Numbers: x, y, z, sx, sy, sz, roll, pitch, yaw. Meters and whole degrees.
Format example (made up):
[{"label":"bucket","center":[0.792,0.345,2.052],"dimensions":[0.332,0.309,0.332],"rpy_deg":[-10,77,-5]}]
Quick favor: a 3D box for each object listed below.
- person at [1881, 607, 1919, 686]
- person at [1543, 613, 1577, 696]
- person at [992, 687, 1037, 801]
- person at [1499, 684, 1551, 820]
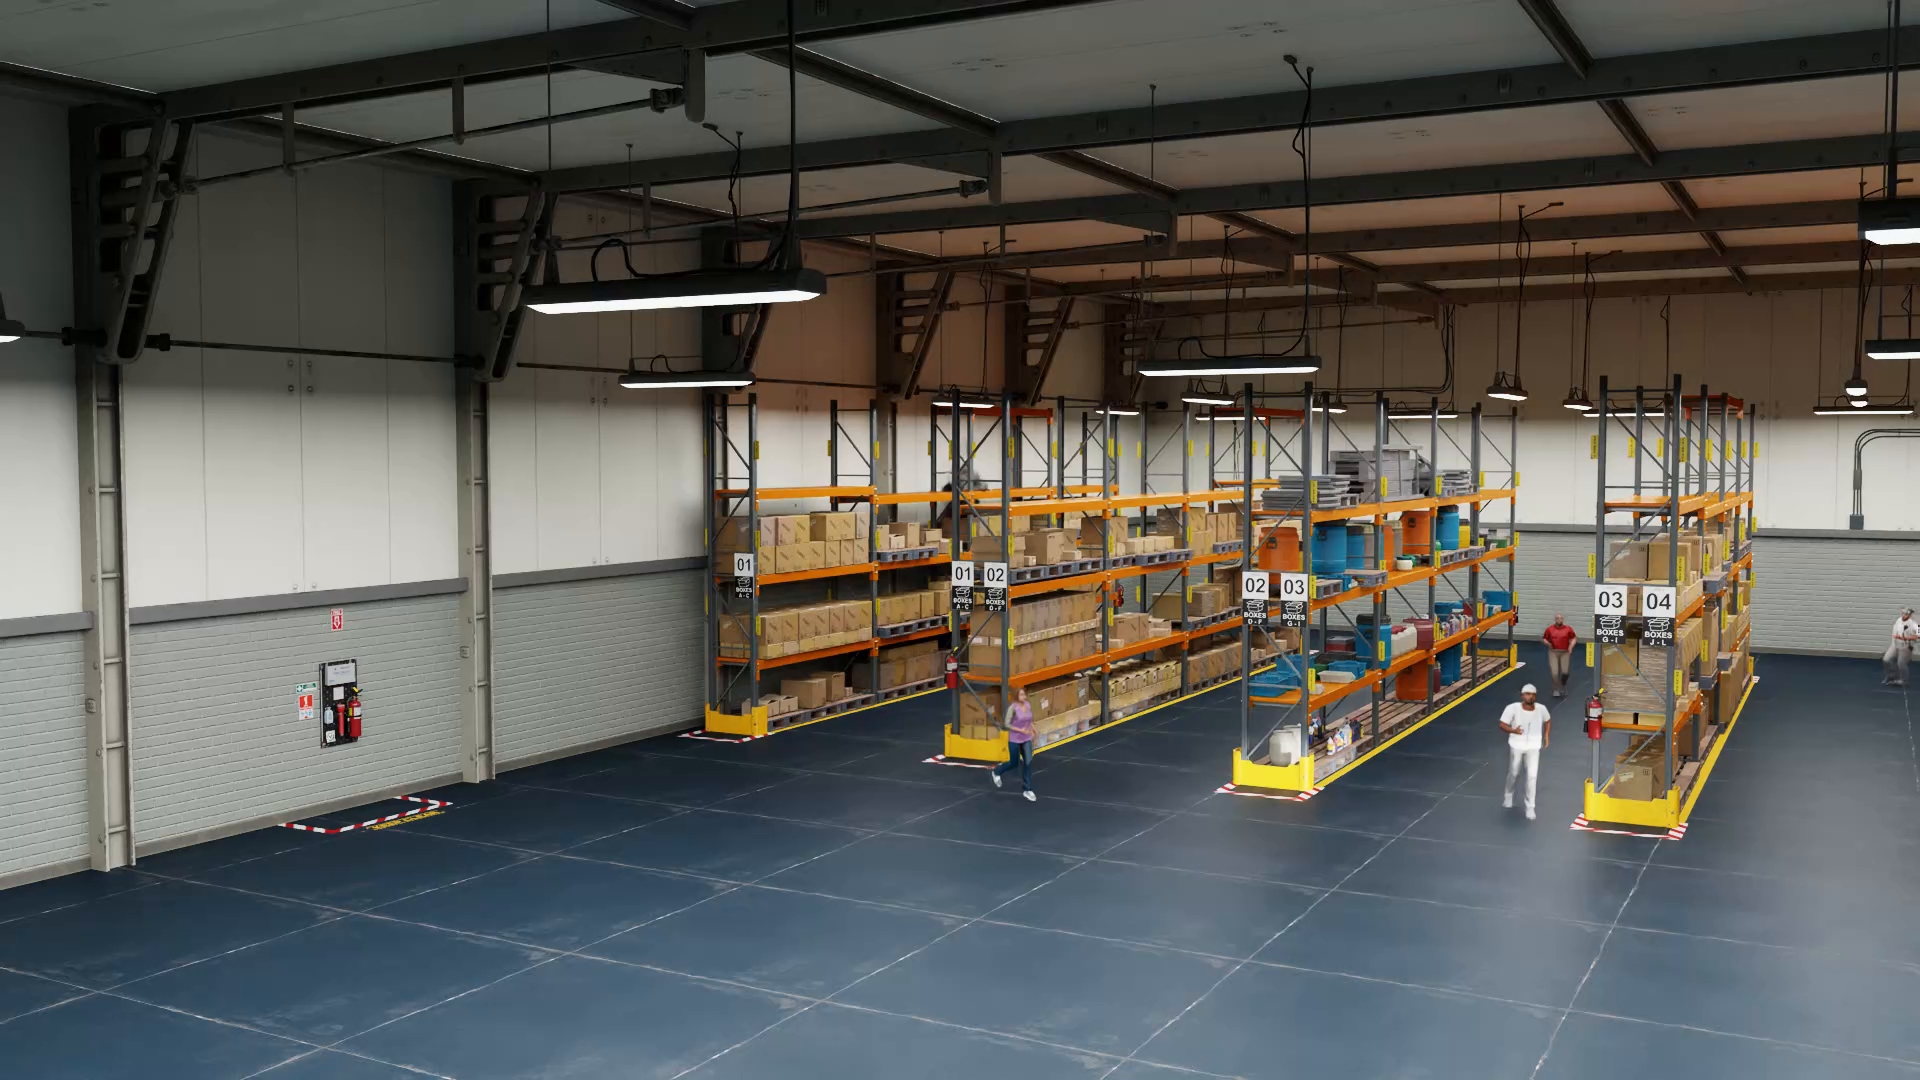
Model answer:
[{"label":"person","center":[19.897,2.266,35.128],"dimensions":[0.699,1.752,0.794],"rpy_deg":[-1,3,-20]},{"label":"person","center":[12.136,2.334,33.666],"dimensions":[0.652,1.680,0.602],"rpy_deg":[1,3,19]},{"label":"person","center":[0.832,2.913,24.032],"dimensions":[0.550,1.599,0.860],"rpy_deg":[-2,4,-34]},{"label":"person","center":[7.778,2.876,22.853],"dimensions":[0.713,1.813,0.818],"rpy_deg":[1,3,9]}]
